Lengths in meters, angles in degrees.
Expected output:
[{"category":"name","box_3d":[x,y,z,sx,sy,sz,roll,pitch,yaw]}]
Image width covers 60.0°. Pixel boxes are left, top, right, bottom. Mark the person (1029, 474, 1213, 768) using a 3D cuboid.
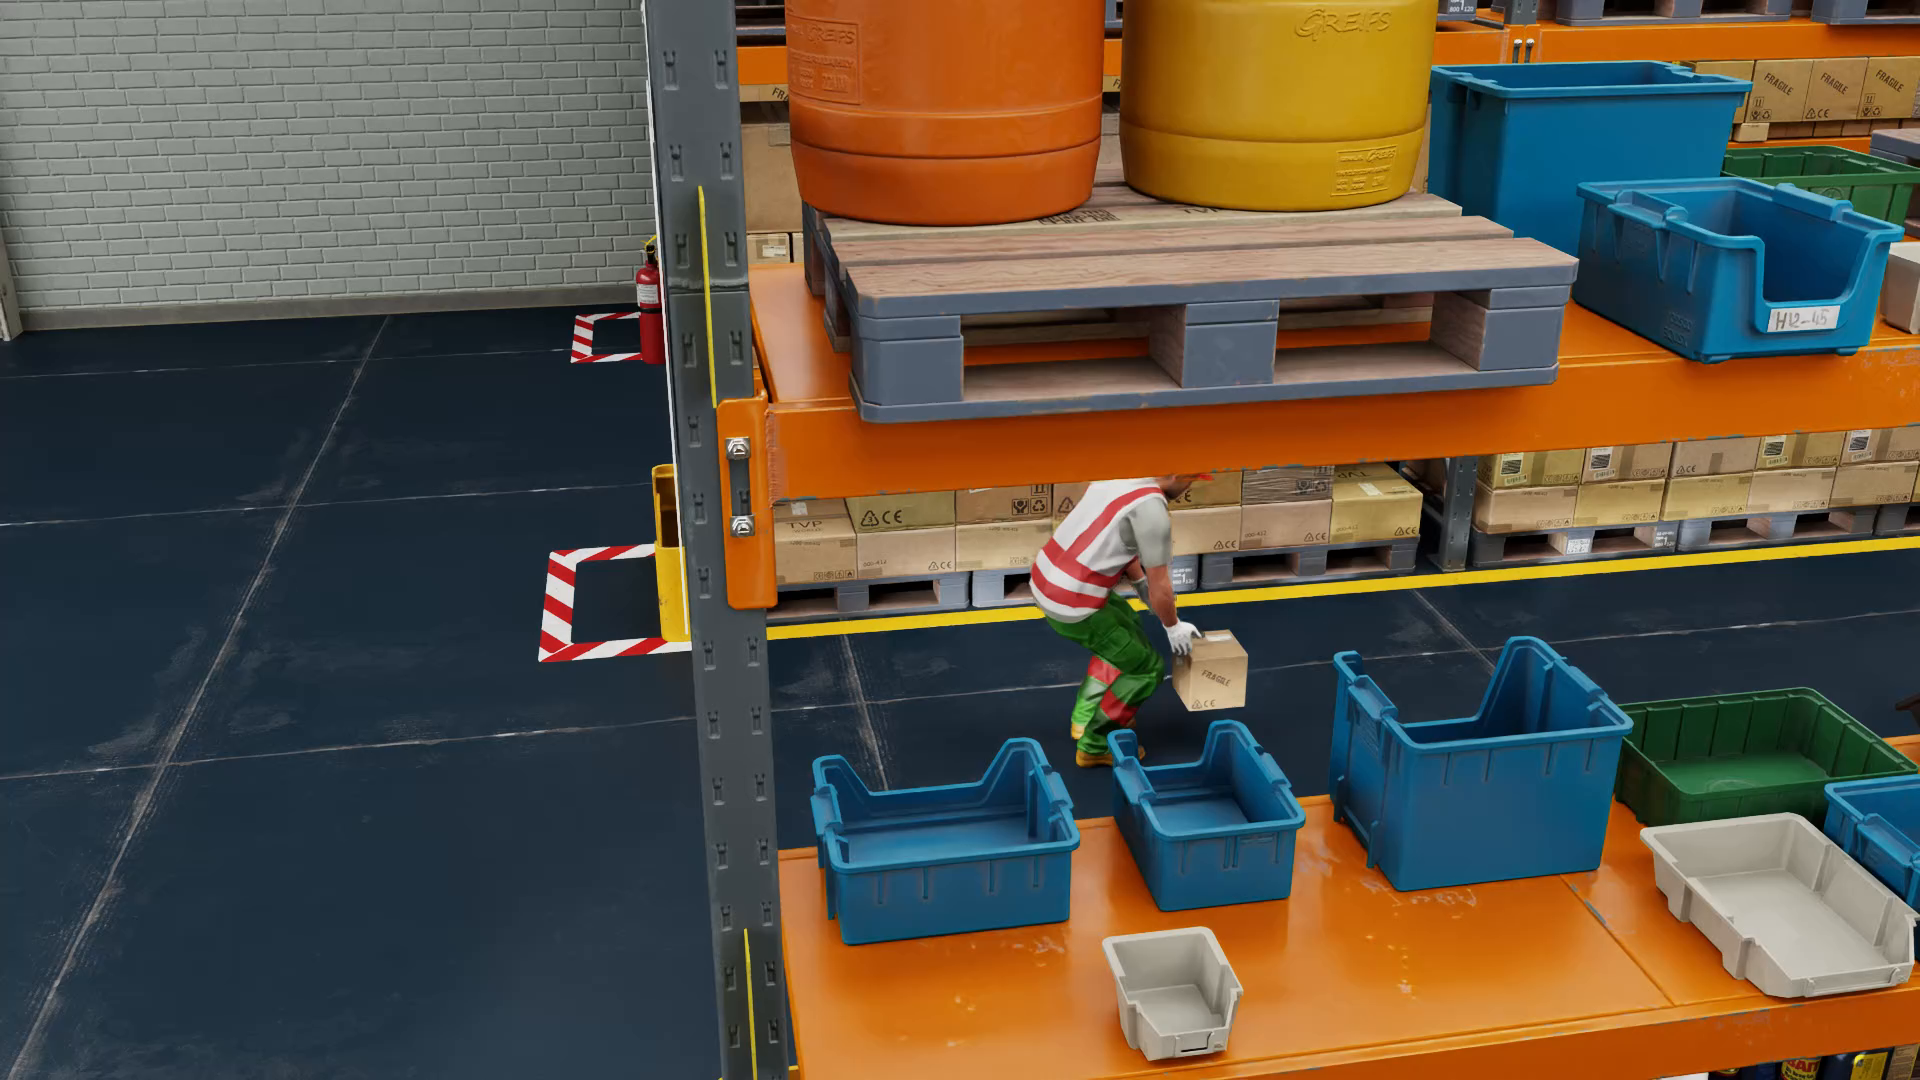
[{"category":"person","box_3d":[0.670,0.230,7.006,0.765,1.414,0.584,-4,23,-10]}]
